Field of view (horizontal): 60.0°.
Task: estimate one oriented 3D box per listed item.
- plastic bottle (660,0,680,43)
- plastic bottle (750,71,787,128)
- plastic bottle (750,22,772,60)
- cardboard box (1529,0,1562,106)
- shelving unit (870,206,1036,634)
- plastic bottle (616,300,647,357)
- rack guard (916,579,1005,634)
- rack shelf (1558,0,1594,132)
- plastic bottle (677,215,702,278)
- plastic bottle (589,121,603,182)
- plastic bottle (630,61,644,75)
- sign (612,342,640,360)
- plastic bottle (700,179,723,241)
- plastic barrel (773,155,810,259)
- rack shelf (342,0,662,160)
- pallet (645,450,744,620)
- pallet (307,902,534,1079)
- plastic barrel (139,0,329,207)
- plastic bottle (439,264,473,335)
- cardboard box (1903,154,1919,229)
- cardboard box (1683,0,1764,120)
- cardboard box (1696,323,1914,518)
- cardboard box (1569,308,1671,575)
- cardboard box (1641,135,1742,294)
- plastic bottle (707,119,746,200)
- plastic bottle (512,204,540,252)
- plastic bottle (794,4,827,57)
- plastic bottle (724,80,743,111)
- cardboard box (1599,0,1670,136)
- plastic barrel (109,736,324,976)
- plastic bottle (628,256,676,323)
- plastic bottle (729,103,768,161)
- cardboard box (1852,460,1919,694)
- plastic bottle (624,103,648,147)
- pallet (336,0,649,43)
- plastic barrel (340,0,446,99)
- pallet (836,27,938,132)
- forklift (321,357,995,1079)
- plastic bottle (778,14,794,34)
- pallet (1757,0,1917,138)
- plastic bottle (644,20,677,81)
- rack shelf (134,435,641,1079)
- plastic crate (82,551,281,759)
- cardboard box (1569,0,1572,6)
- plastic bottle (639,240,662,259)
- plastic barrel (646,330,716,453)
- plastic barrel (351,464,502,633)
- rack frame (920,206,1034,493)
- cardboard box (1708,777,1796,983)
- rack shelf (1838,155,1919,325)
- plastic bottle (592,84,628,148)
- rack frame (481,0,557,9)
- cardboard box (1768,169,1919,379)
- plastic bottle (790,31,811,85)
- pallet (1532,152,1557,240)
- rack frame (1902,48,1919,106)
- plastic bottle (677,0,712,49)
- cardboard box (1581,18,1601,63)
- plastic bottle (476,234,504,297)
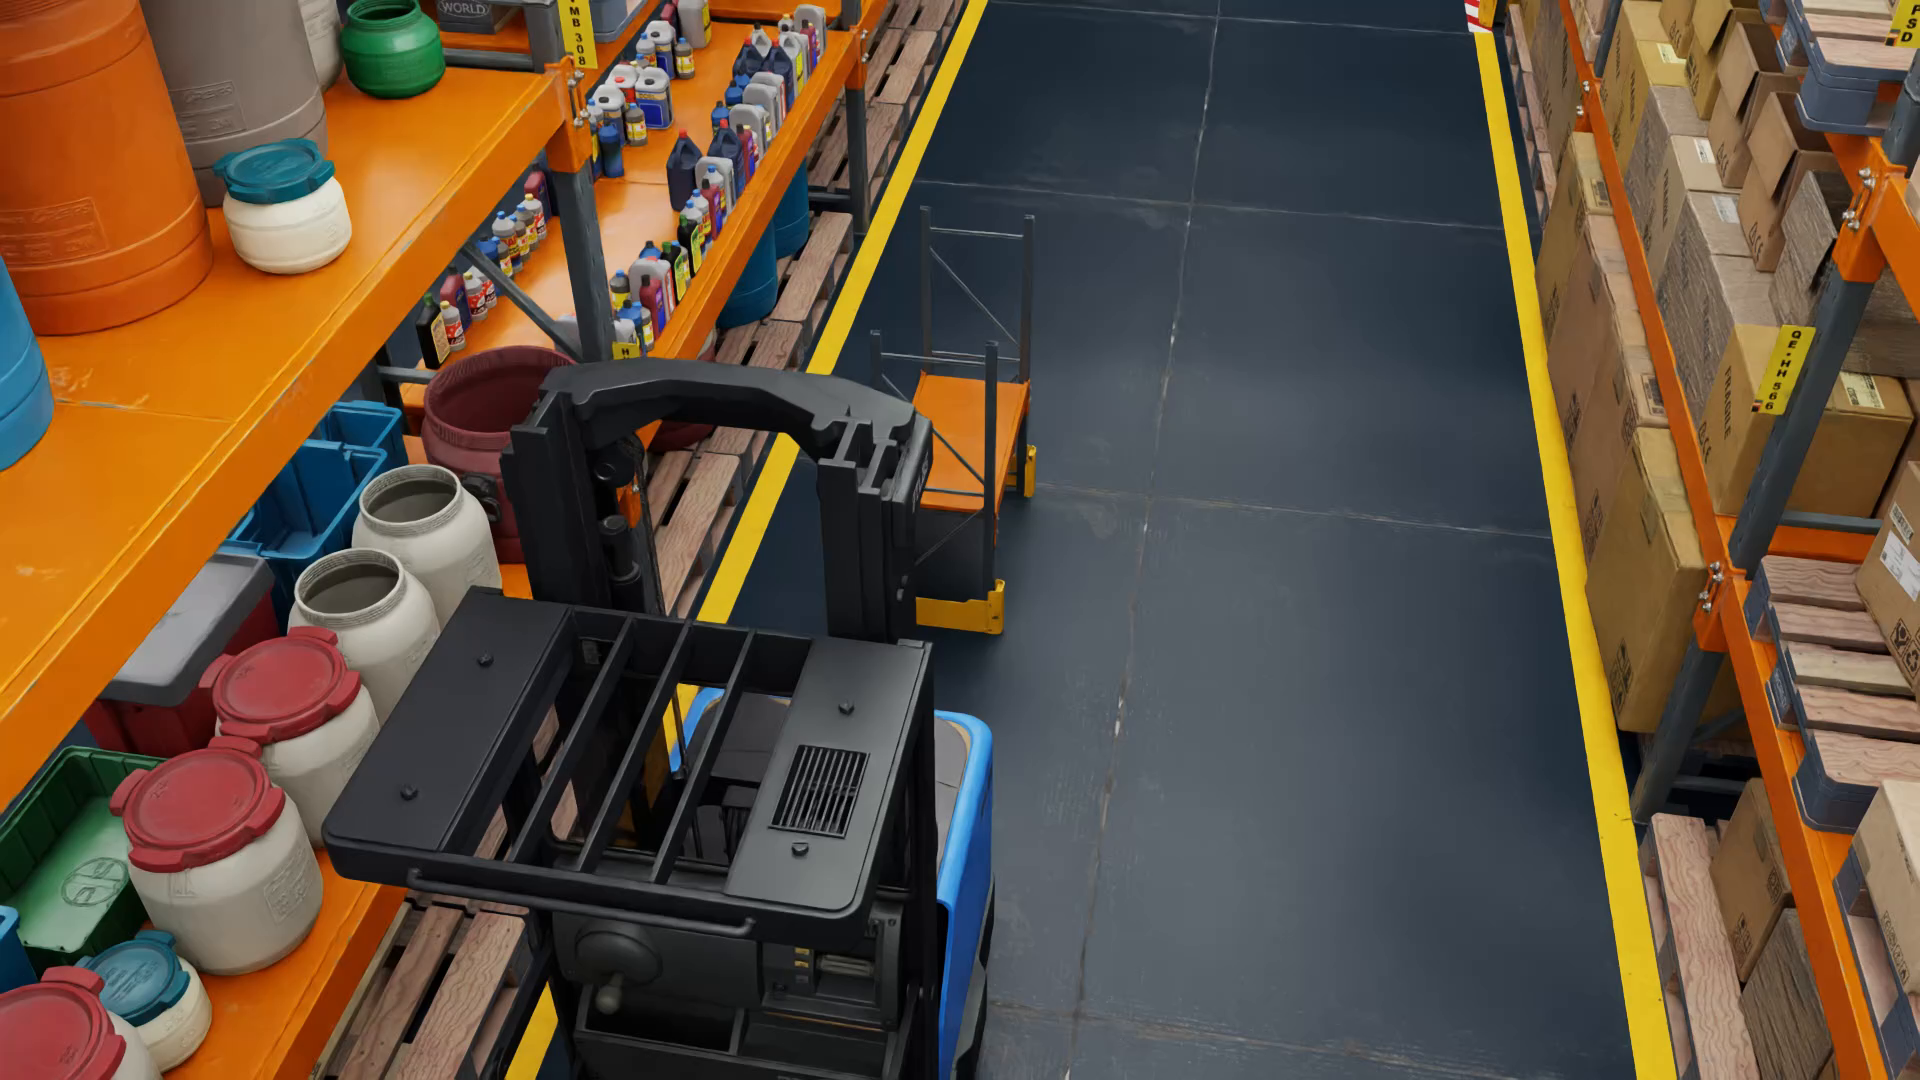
[{"bbox_3d":[-1.559,-2.772,8.937,0.061,0.283,0.133,6,40,8],"label":"plastic bottle"},{"bbox_3d":[-0.953,-2.207,8.259,0.152,0.276,0.135,6,40,8],"label":"plastic bottle"},{"bbox_3d":[-1.031,-2.467,8.516,0.144,0.351,0.185,6,40,8],"label":"plastic bottle"},{"bbox_3d":[4.329,-3.409,10.954,0.875,0.875,0.875,6,40,8],"label":"cardboard box"},{"bbox_3d":[-0.013,-0.530,7.311,0.587,1.500,1.083,6,40,8],"label":"shelving unit"},{"bbox_3d":[-1.304,-0.829,6.597,0.097,0.271,0.097,0,40,0],"label":"plastic bottle"},{"bbox_3d":[-0.099,0.264,7.331,0.587,0.250,0.087,6,40,8],"label":"rack guard"},{"bbox_3d":[4.172,-3.515,10.309,1.077,0.370,4.000,6,40,8],"label":"rack shelf"},{"bbox_3d":[-1.163,-1.278,7.130,0.061,0.283,0.133,6,40,8],"label":"plastic bottle"},{"bbox_3d":[-1.773,-1.867,7.790,0.144,0.351,0.185,6,40,8],"label":"plastic bottle"},{"bbox_3d":[-1.652,-2.337,8.475,0.097,0.201,0.097,0,40,0],"label":"plastic bottle"},{"bbox_3d":[-1.201,-0.580,6.066,0.100,0.325,0.005,6,40,8],"label":"sign"},{"bbox_3d":[-1.106,-1.484,7.379,0.061,0.283,0.133,6,40,8],"label":"plastic bottle"},{"bbox_3d":[-1.163,-2.097,9.346,0.600,0.901,0.708,6,40,8],"label":"plastic barrel"},{"bbox_3d":[-1.398,-2.707,6.977,1.077,0.370,4.000,6,40,8],"label":"rack shelf"},{"bbox_3d":[-1.649,0.002,7.678,1.003,0.211,1.213,6,40,8],"label":"pallet"},{"bbox_3d":[-2.130,1.747,5.568,1.003,0.211,1.213,6,40,8],"label":"pallet"},{"bbox_3d":[-2.100,-1.431,4.476,0.600,0.901,0.600,0,40,0],"label":"plastic barrel"},{"bbox_3d":[-2.055,-0.974,6.762,0.061,0.283,0.133,6,40,8],"label":"plastic bottle"},{"bbox_3d":[2.802,-0.858,4.294,0.500,0.250,0.500,7,40,8],"label":"cardboard box"},{"bbox_3d":[3.593,-2.131,7.205,0.797,0.503,0.637,7,40,8],"label":"cardboard box"},{"bbox_3d":[2.975,-0.402,5.901,0.500,0.500,0.500,8,40,9],"label":"cardboard box"},{"bbox_3d":[3.436,-0.359,7.265,1.225,0.875,0.875,7,40,8],"label":"cardboard box"},{"bbox_3d":[3.243,-1.360,7.059,0.500,0.500,0.500,7,40,9],"label":"cardboard box"},{"bbox_3d":[-1.080,-1.760,7.660,0.144,0.351,0.185,6,40,8],"label":"plastic bottle"},{"bbox_3d":[-1.916,-1.379,7.317,0.097,0.201,0.097,0,40,0],"label":"plastic bottle"},{"bbox_3d":[-0.802,-2.753,8.919,0.152,0.276,0.135,6,40,8],"label":"plastic bottle"},{"bbox_3d":[-1.102,-2.123,8.161,0.097,0.271,0.097,0,40,0],"label":"plastic bottle"},{"bbox_3d":[3.500,-2.315,8.214,0.500,0.500,0.500,7,40,8],"label":"cardboard box"},{"bbox_3d":[-1.928,0.848,4.360,0.433,0.535,0.433,0,40,0],"label":"plastic barrel"},{"bbox_3d":[-1.271,-1.051,6.862,0.152,0.276,0.135,6,40,8],"label":"plastic bottle"},{"bbox_3d":[-1.016,-1.977,7.981,0.152,0.276,0.135,6,40,8],"label":"plastic bottle"},{"bbox_3d":[3.080,0.116,4.944,0.500,0.500,0.500,2,40,2],"label":"cardboard box"},{"bbox_3d":[-1.582,-2.030,8.103,0.097,0.201,0.097,0,40,0],"label":"plastic bottle"},{"bbox_3d":[-1.516,-2.126,5.858,1.003,0.211,1.213,6,40,8],"label":"pallet"},{"bbox_3d":[-1.737,-1.509,5.085,0.294,0.245,0.294,0,40,0],"label":"plastic barrel"},{"bbox_3d":[-0.754,-3.242,11.603,1.003,0.211,1.213,6,40,8],"label":"pallet"},{"bbox_3d":[-0.646,1.147,4.159,1.130,2.935,3.031,7,40,8],"label":"forklift"},{"bbox_3d":[-0.928,-2.726,8.946,0.097,0.201,0.097,0,40,0],"label":"plastic bottle"},{"bbox_3d":[3.193,-1.520,5.125,1.213,0.211,1.003,8,40,10],"label":"pallet"},{"bbox_3d":[-1.571,-2.557,8.683,0.152,0.276,0.135,6,40,8],"label":"plastic bottle"},{"bbox_3d":[-2.091,0.959,4.897,1.077,0.370,4.000,6,40,8],"label":"rack shelf"},{"bbox_3d":[-2.325,0.383,4.980,0.402,0.464,0.583,6,40,8],"label":"plastic crate"},{"bbox_3d":[3.690,-3.152,9.502,0.380,0.149,0.250,7,40,9],"label":"cardboard box"},{"bbox_3d":[-1.284,-1.126,6.956,0.097,0.271,0.097,0,40,0],"label":"plastic bottle"},{"bbox_3d":[-1.481,-0.823,8.051,0.600,0.588,0.708,6,40,8],"label":"plastic barrel"},{"bbox_3d":[-1.712,0.053,5.341,0.421,0.512,0.421,0,40,0],"label":"plastic barrel"},{"bbox_3d":[0.073,-0.844,7.690,0.500,1.500,0.032,6,40,8],"label":"rack frame"},{"bbox_3d":[3.038,1.190,5.670,0.700,0.500,0.500,4,40,5],"label":"cardboard box"},{"bbox_3d":[2.788,0.350,3.281,1.077,0.370,4.000,6,40,8],"label":"rack shelf"},{"bbox_3d":[-1.708,-2.060,8.082,0.152,0.276,0.135,6,40,8],"label":"plastic bottle"},{"bbox_3d":[-1.744,-2.885,4.274,1.000,3.000,0.127,6,40,8],"label":"rack frame"},{"bbox_3d":[3.276,-0.909,5.727,0.797,0.503,0.637,8,40,9],"label":"cardboard box"},{"bbox_3d":[-0.865,-2.523,8.642,0.152,0.276,0.135,6,40,8],"label":"plastic bottle"},{"bbox_3d":[4.035,-1.931,10.017,1.003,0.211,1.213,6,40,8],"label":"pallet"},{"bbox_3d":[3.134,-2.339,3.614,1.000,3.000,0.127,6,40,8],"label":"rack frame"},{"bbox_3d":[-1.439,-2.854,8.983,0.144,0.351,0.185,6,40,8],"label":"plastic bottle"},{"bbox_3d":[3.556,-2.668,8.917,0.380,0.149,0.250,7,40,8],"label":"cardboard box"},{"bbox_3d":[-1.983,-1.162,6.999,0.097,0.271,0.097,0,40,0],"label":"plastic bottle"}]
